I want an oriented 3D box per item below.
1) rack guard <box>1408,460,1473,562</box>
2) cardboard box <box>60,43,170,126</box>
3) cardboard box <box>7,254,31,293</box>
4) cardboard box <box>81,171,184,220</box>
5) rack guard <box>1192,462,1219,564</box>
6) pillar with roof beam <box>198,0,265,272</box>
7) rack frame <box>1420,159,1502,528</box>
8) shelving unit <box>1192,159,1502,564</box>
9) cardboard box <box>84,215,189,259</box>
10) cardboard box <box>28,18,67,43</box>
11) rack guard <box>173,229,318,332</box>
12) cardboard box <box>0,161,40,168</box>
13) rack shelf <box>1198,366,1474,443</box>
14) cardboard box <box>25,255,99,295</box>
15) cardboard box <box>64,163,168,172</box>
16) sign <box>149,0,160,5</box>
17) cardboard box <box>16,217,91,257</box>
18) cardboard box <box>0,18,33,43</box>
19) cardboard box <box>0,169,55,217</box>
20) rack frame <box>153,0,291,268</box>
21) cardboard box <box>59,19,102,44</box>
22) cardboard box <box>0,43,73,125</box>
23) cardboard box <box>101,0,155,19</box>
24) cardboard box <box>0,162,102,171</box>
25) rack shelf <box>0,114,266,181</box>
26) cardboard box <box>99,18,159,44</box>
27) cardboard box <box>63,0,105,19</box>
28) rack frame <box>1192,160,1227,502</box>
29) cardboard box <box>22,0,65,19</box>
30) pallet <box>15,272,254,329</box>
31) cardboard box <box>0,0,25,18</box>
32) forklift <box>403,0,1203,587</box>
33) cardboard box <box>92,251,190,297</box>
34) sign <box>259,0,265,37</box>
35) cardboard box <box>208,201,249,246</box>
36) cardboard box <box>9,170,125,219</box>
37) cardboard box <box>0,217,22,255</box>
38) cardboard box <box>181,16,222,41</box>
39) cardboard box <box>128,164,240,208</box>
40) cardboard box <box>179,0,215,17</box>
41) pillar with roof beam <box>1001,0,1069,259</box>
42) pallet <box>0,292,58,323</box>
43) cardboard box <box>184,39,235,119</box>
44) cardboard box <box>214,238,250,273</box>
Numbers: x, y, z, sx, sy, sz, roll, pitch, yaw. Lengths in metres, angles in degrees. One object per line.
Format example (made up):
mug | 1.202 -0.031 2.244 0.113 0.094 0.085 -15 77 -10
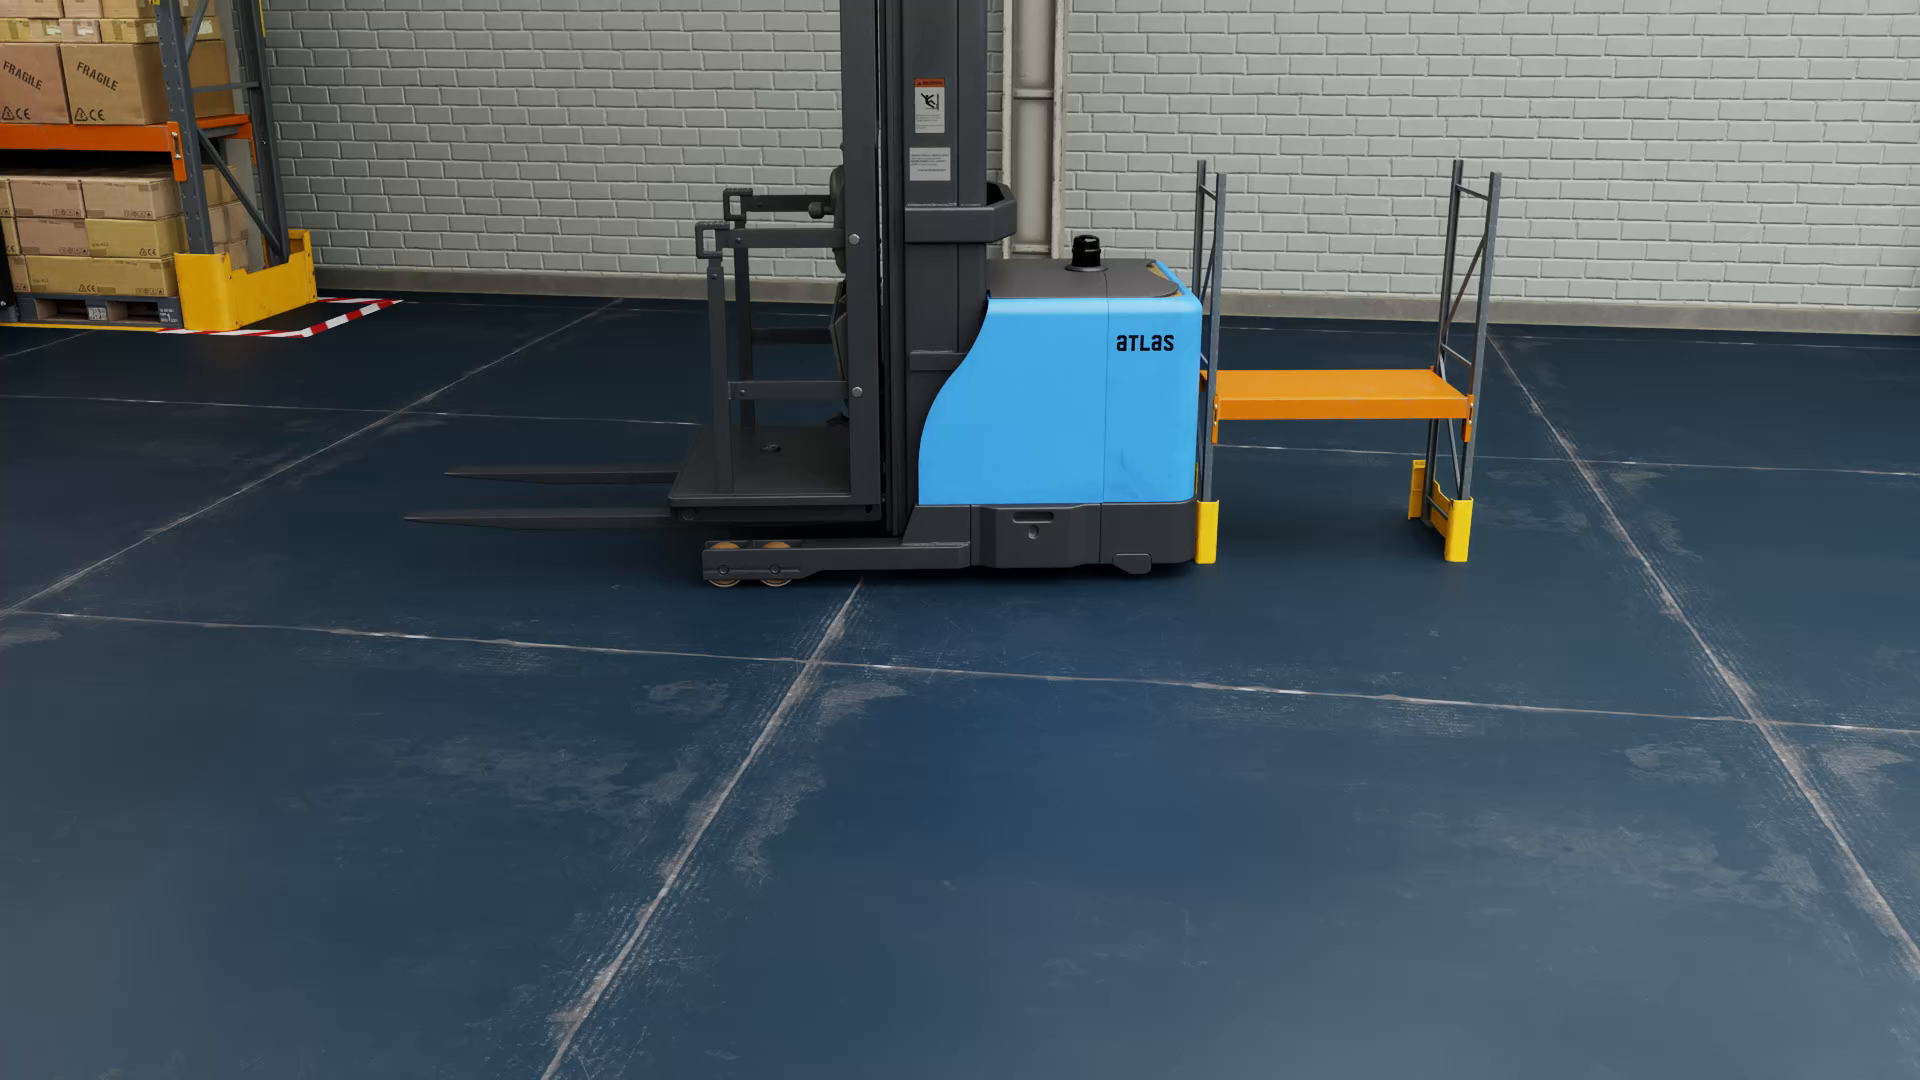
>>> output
rack guard | 1.955 -0.126 6.785 0.087 0.250 0.587 0 19 -1
cardboard box | -5.410 -2.966 10.784 0.500 0.500 0.500 3 19 7
cardboard box | -6.378 -1.852 11.283 0.500 0.250 0.500 3 19 9
cardboard box | -5.386 -2.271 10.960 0.500 0.250 0.500 4 19 10
rack guard | 0.959 -0.119 6.765 0.087 0.250 0.587 0 19 -1
pillar with roof beam | -6.109 -4.790 6.937 0.400 9.000 9.100 3 19 9
rack frame | 1.974 -0.719 6.588 0.032 1.500 0.500 0 19 -1
shelving unit | 1.457 -0.715 6.577 1.083 1.500 0.587 0 19 -1
cardboard box | -5.412 -2.035 11.042 0.500 0.250 0.500 3 19 8
cardboard box | -5.772 -3.297 10.749 0.250 0.149 0.380 3 19 10
rack guard | -4.858 -1.790 11.364 0.348 0.500 1.175 3 19 9
cardboard box | -6.817 -2.510 11.673 0.500 0.250 0.500 3 19 8
rack shelf | 1.466 -0.545 6.634 1.000 0.185 0.538 0 19 -1
cardboard box | -5.886 -1.824 11.200 0.500 0.250 0.500 3 19 9
cardboard box | -5.820 -2.453 11.504 0.500 0.250 0.500 3 19 9
sign | -4.982 -3.469 10.244 0.005 0.325 0.100 3 19 9
cardboard box | -5.906 -2.064 11.128 0.500 0.250 0.500 3 19 8
cardboard box | -6.015 -3.313 10.797 0.250 0.149 0.380 3 19 8
cardboard box | -6.391 -2.317 11.098 0.500 0.250 0.500 3 19 9
rack frame | -4.882 -2.976 10.971 0.127 3.000 1.000 3 19 9
cardboard box | -5.526 -3.265 10.653 0.250 0.149 0.380 3 19 10
cardboard box | -5.920 -2.995 10.870 0.500 0.500 0.500 4 19 10
cardboard box | -5.269 -3.425 10.662 0.250 0.149 0.380 3 19 9
cardboard box | -6.313 -2.482 11.589 0.500 0.250 0.500 3 19 8
rack shelf | -6.857 -2.736 11.386 4.000 0.370 1.077 3 19 9
cardboard box | -5.269 -3.261 10.642 0.250 0.149 0.380 3 19 9
cardboard box | -5.518 -3.427 10.670 0.250 0.149 0.380 3 19 9
rack frame | 0.958 -0.712 6.567 0.032 1.500 0.500 0 19 -1
cardboard box | -5.780 -3.432 10.684 0.250 0.149 0.380 3 19 10
pallet | -5.644 -1.679 11.490 1.213 0.211 1.003 3 19 9
cardboard box | -6.014 -3.468 10.791 0.250 0.149 0.380 3 19 9
forklift | -0.626 -1.383 6.317 3.031 2.935 1.130 -1 19 -2
cardboard box | -5.396 -1.796 11.116 0.500 0.250 0.500 3 19 9
sign | -4.788 -3.598 11.340 0.005 0.325 0.100 3 19 9
cardboard box | -5.313 -2.197 11.527 0.500 0.250 0.500 3 19 10
cardboard box | -5.891 -2.295 11.031 0.500 0.250 0.500 3 19 10
cardboard box | -6.419 -2.083 11.186 0.500 0.250 0.500 2 19 7
cardboard box | -5.176 -3.430 11.147 0.250 0.149 0.380 2 19 7
cardboard box | -5.327 -2.429 11.432 0.500 0.250 0.500 3 19 8
cardboard box | -5.180 -3.556 11.056 0.250 0.149 0.380 3 19 8
pillar with roof beam | -0.185 -4.488 6.035 0.400 9.000 9.100 3 19 9
pallet | -6.845 -1.742 11.675 1.213 0.211 1.003 3 19 9
cardboard box | -5.327 -3.136 11.290 0.500 0.500 0.500 4 19 10
cardboard box | -5.336 -1.958 11.598 0.500 0.250 0.500 3 19 9
